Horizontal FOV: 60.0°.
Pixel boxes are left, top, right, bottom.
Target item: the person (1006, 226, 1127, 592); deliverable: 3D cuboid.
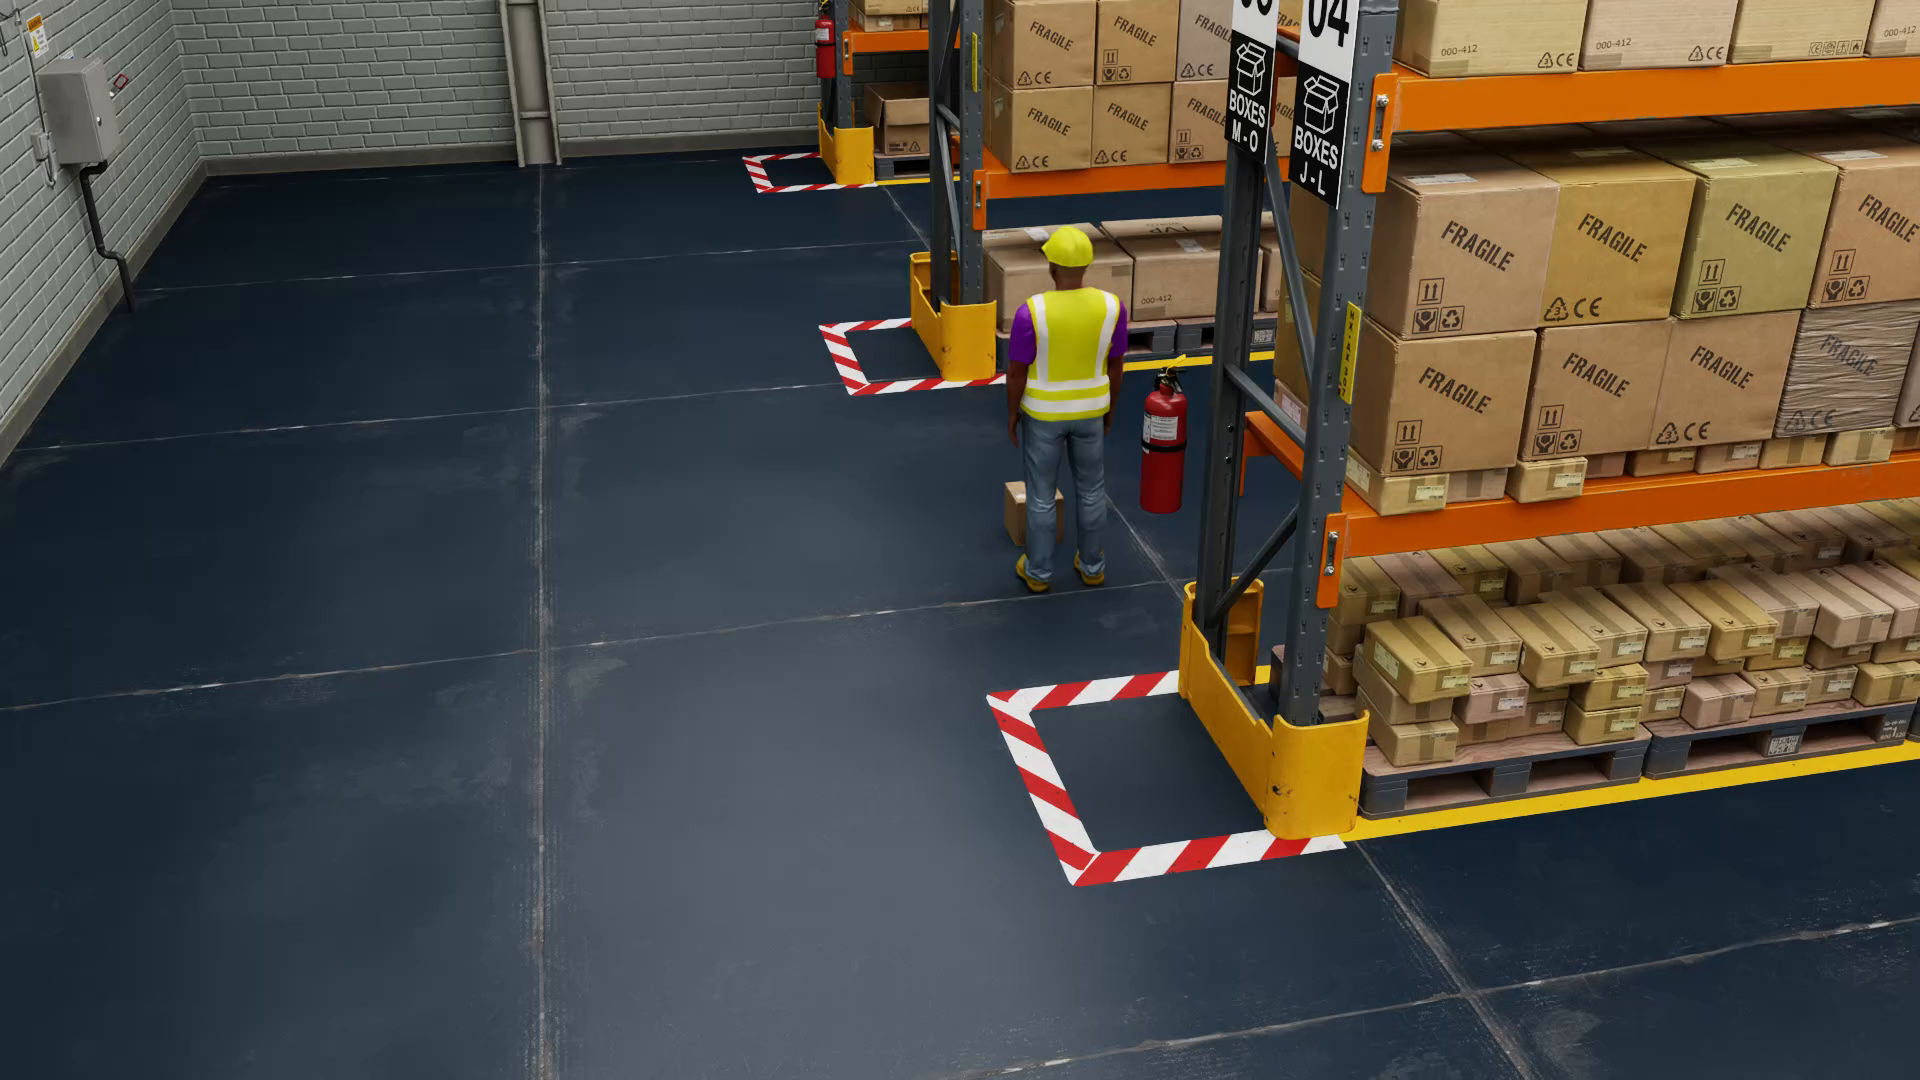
[{"bbox_3d":[0.480,-0.606,7.783,0.562,1.767,0.359,-6,27,-11],"label":"person"}]
